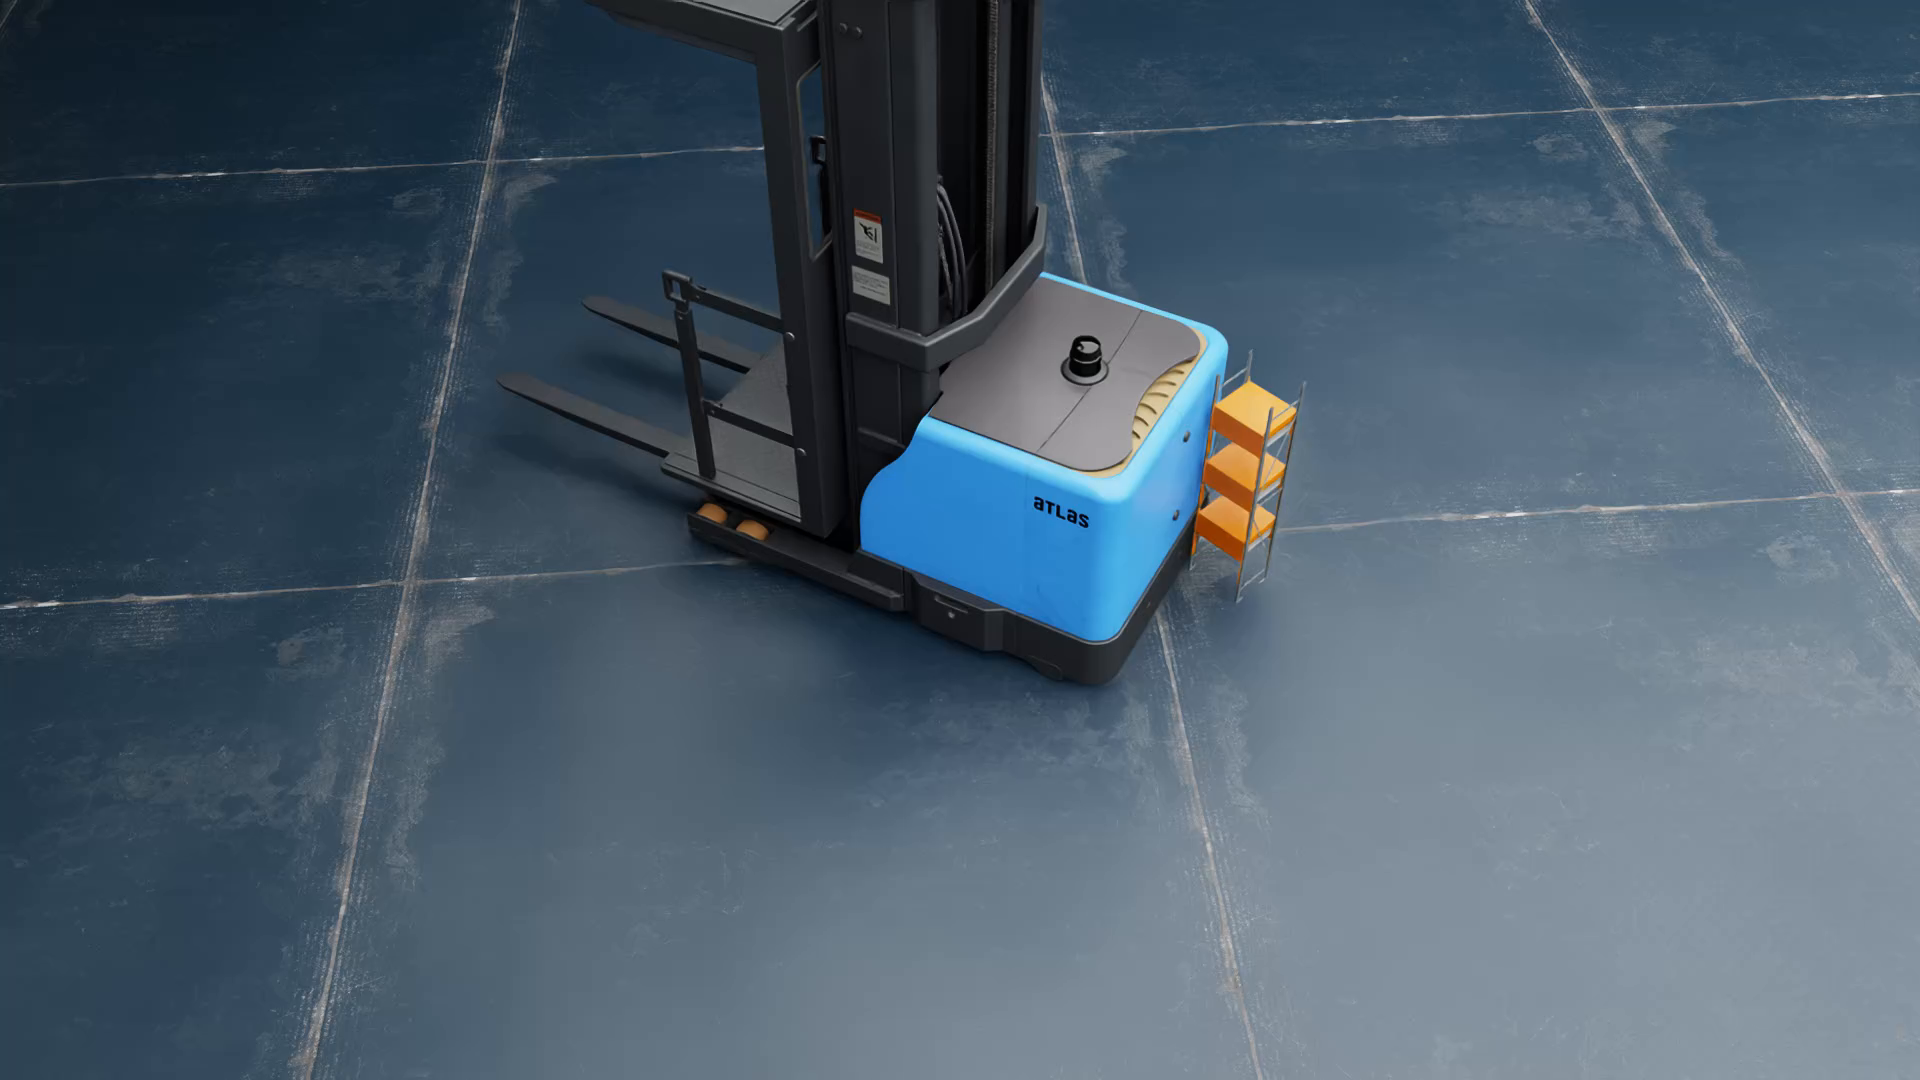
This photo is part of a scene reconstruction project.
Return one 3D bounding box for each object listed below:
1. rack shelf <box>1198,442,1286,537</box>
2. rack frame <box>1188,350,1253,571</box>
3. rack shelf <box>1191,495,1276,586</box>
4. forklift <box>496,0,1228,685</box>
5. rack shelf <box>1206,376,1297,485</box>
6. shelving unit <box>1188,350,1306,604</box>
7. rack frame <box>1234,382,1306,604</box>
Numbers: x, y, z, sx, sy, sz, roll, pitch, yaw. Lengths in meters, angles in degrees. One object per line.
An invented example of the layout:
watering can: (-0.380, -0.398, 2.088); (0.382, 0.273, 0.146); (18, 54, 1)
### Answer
rack shelf: (1.085, -0.212, 6.379); (0.215, 0.259, 0.240); (-35, 56, -28)
rack frame: (1.001, -0.283, 6.431); (0.200, 1.050, 0.008); (-35, 56, -28)
rack shelf: (1.085, -0.021, 6.581); (0.215, 0.259, 0.240); (-35, 56, -28)
forklift: (-0.536, -1.242, 6.044); (3.031, 2.935, 1.130); (21, 50, 19)
rack shelf: (1.085, -0.407, 6.172); (0.215, 0.259, 0.240); (-35, 56, -28)
shelving unit: (1.085, -0.220, 6.371); (0.215, 1.050, 0.252); (-35, 56, -28)
rack frame: (1.170, -0.156, 6.311); (0.200, 1.050, 0.008); (-35, 56, -28)
